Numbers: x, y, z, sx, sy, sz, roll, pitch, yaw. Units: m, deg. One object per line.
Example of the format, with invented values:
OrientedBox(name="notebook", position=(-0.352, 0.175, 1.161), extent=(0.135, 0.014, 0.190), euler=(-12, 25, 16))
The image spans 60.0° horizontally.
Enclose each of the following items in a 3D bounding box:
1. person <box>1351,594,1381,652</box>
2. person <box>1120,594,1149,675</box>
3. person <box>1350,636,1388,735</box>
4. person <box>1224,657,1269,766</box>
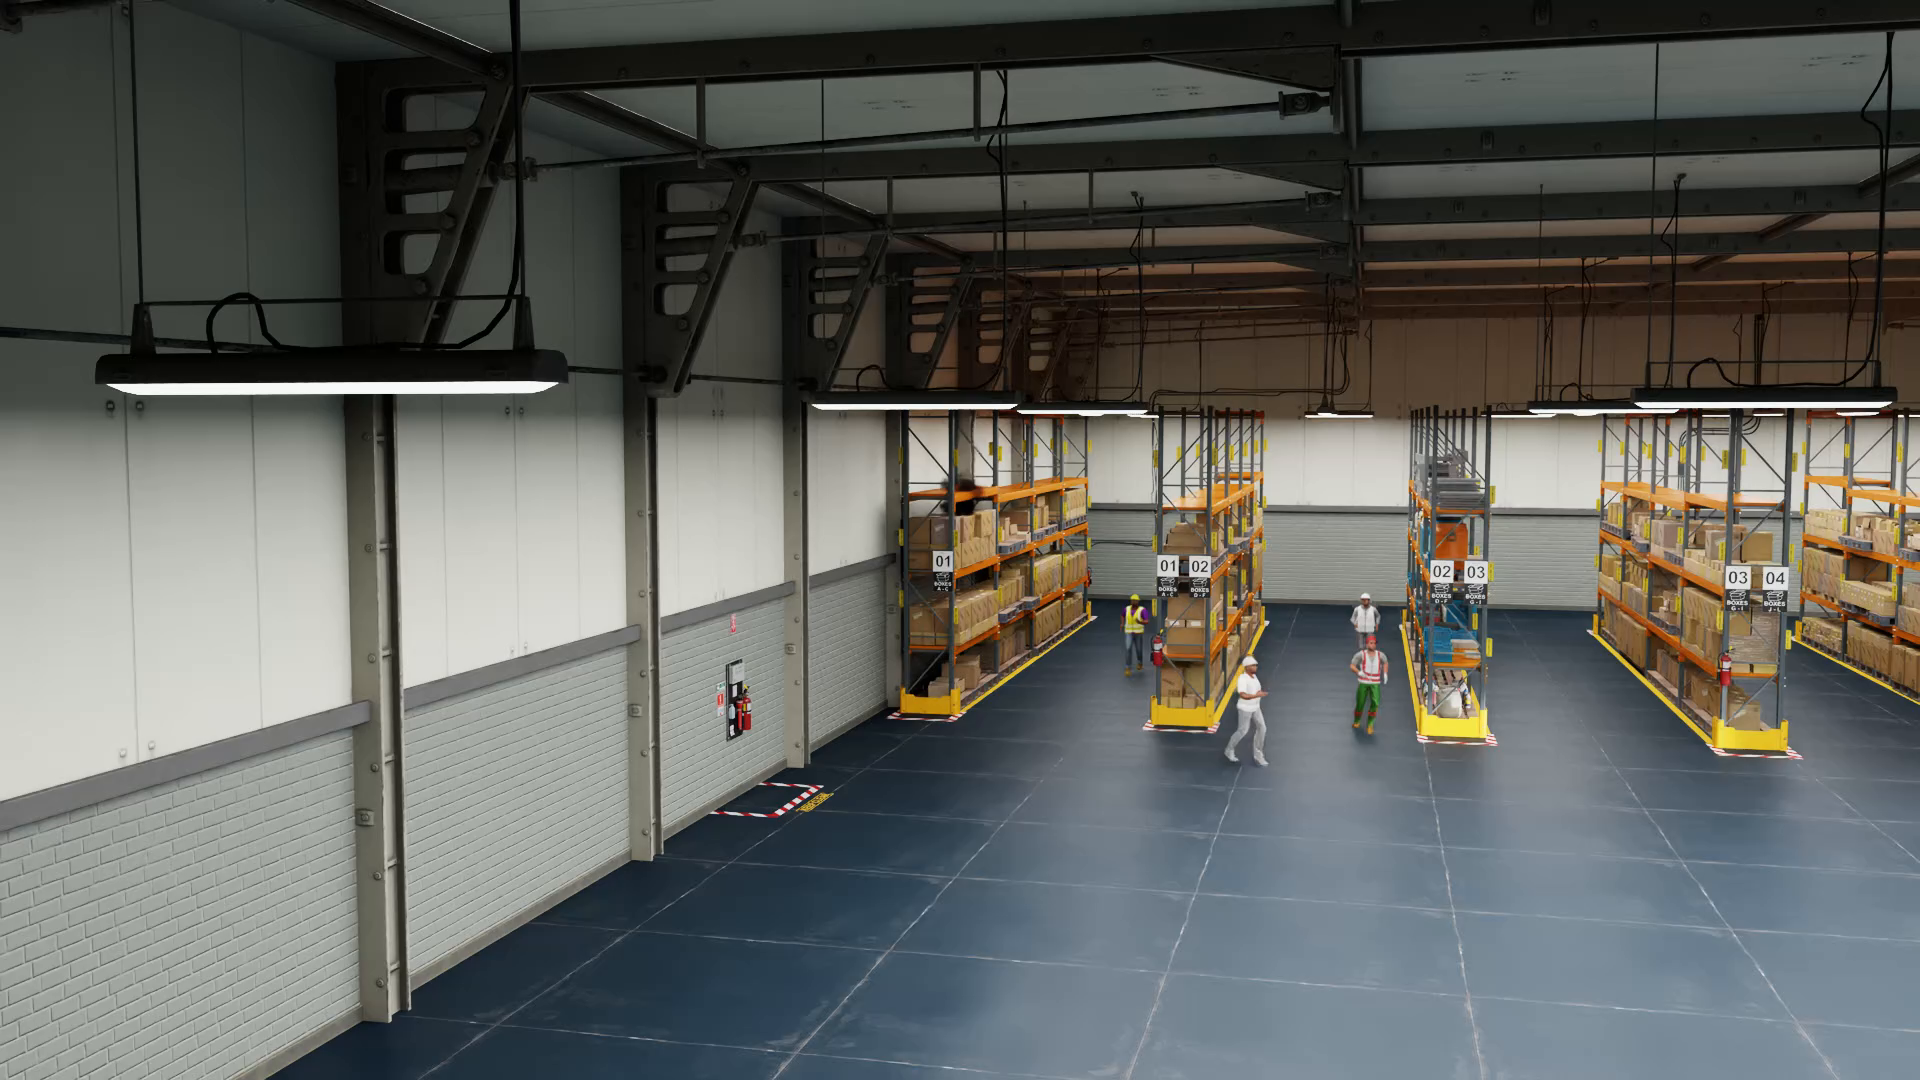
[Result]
OrientedBox(name="person", position=(9.373, 2.111, 38.407), extent=(0.677, 1.747, 0.905), euler=(1, 4, 14))
OrientedBox(name="person", position=(3.940, 2.115, 37.584), extent=(0.692, 1.781, 0.922), euler=(1, 4, 16))
OrientedBox(name="person", position=(7.521, 2.663, 30.541), extent=(0.723, 1.820, 0.680), euler=(0, 4, 4))
OrientedBox(name="person", position=(4.783, 2.851, 27.676), extent=(0.787, 1.834, 0.720), euler=(3, 5, 37))
